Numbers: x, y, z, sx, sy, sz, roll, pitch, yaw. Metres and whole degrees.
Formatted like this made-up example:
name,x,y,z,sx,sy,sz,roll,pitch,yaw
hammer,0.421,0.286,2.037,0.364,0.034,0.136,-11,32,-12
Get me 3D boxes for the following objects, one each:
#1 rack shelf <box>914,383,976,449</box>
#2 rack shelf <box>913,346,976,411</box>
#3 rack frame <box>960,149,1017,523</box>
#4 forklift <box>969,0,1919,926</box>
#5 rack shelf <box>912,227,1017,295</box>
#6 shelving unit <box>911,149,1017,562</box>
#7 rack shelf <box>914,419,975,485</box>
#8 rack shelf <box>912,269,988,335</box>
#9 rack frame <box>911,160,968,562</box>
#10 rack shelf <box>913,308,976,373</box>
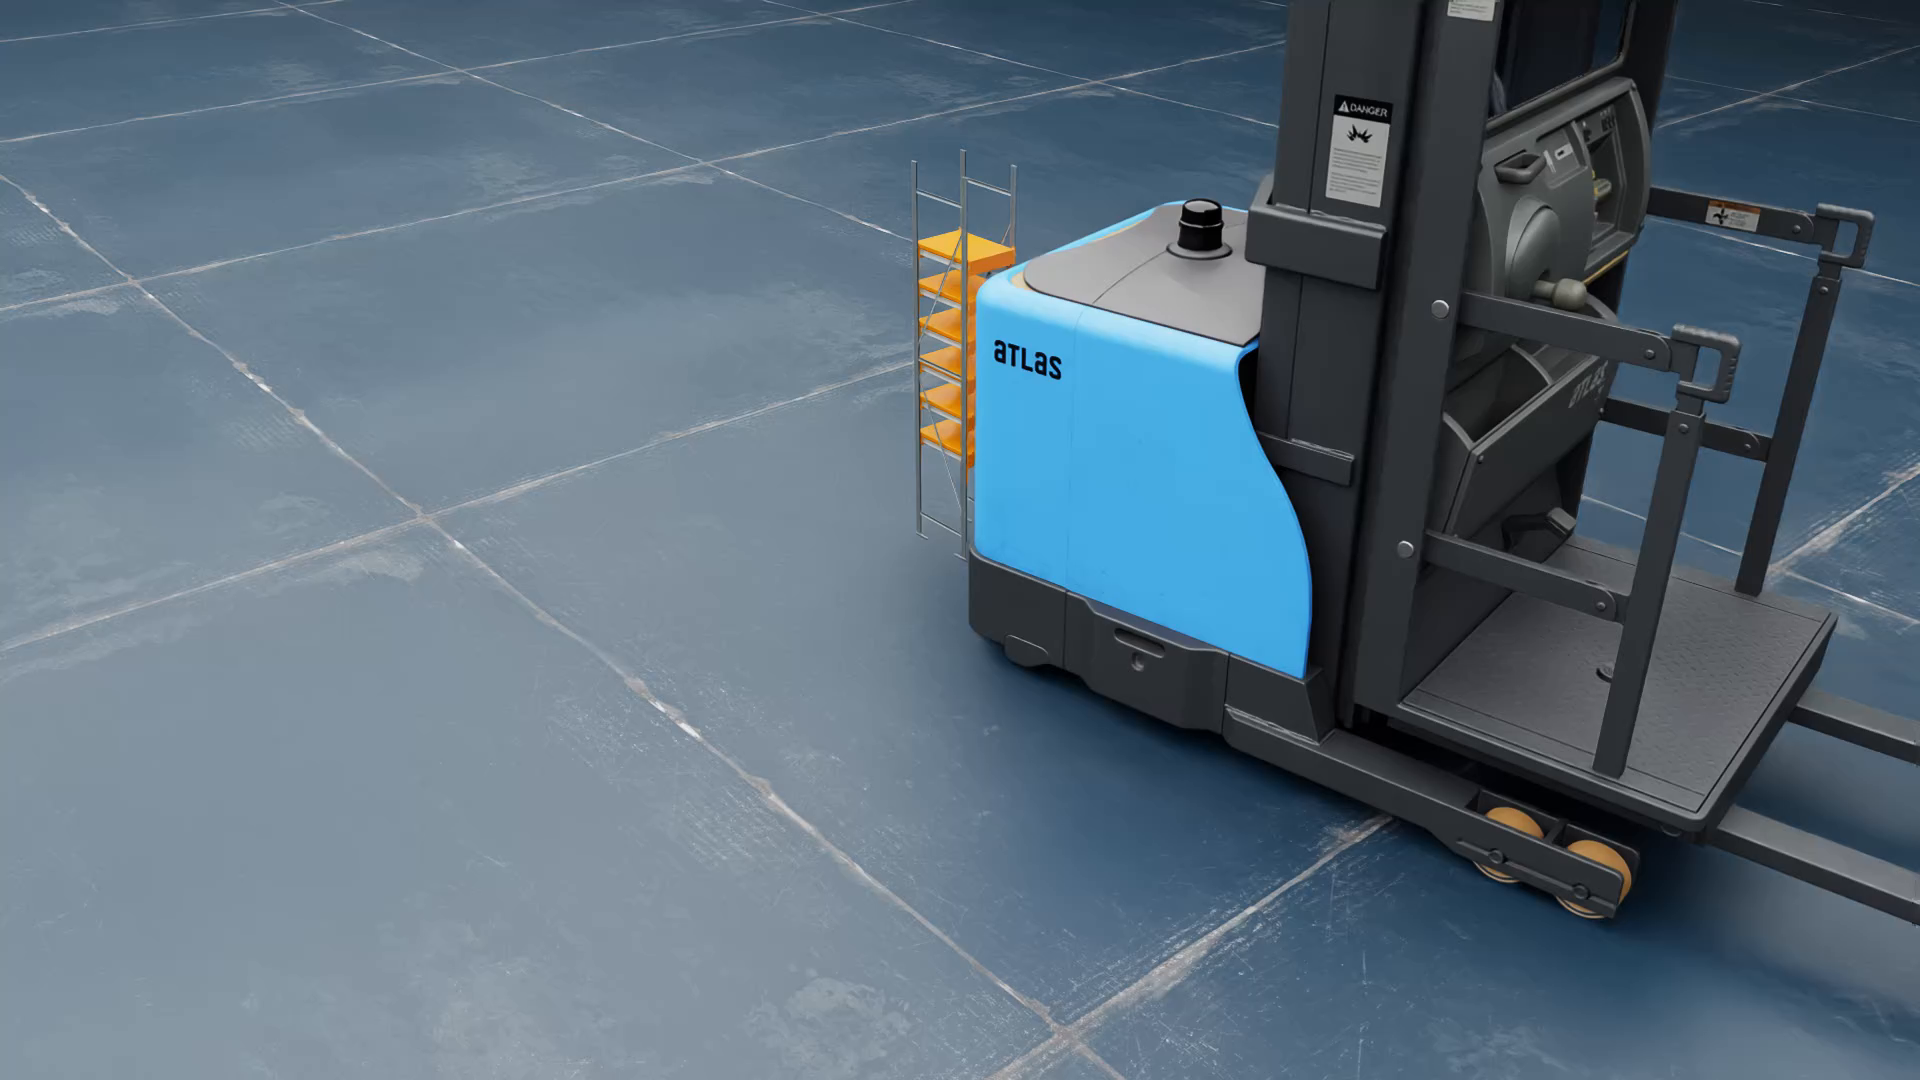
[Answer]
name,x,y,z,sx,sy,sz,roll,pitch,yaw
rack shelf,0.011,-0.389,5.053,0.180,0.103,0.258,-22,35,-35
rack shelf,0.011,-0.494,4.996,0.180,0.103,0.258,-22,35,-35
rack frame,0.081,-0.562,5.028,0.006,1.200,0.240,-22,35,-35
forklift,1.490,-0.739,3.523,3.031,2.935,1.130,21,34,34
rack shelf,0.011,-0.812,4.827,0.180,0.103,0.258,-22,35,-35
shelving unit,0.011,-0.534,4.975,0.189,1.200,0.258,-22,35,-35
rack shelf,0.011,-0.283,5.110,0.180,0.103,0.258,-22,35,-35
rack shelf,0.011,-0.706,4.883,0.180,0.103,0.258,-22,35,-35
rack frame,-0.059,-0.506,4.923,0.006,1.200,0.240,-22,35,-35
rack shelf,0.011,-0.600,4.940,0.180,0.103,0.258,-22,35,-35
